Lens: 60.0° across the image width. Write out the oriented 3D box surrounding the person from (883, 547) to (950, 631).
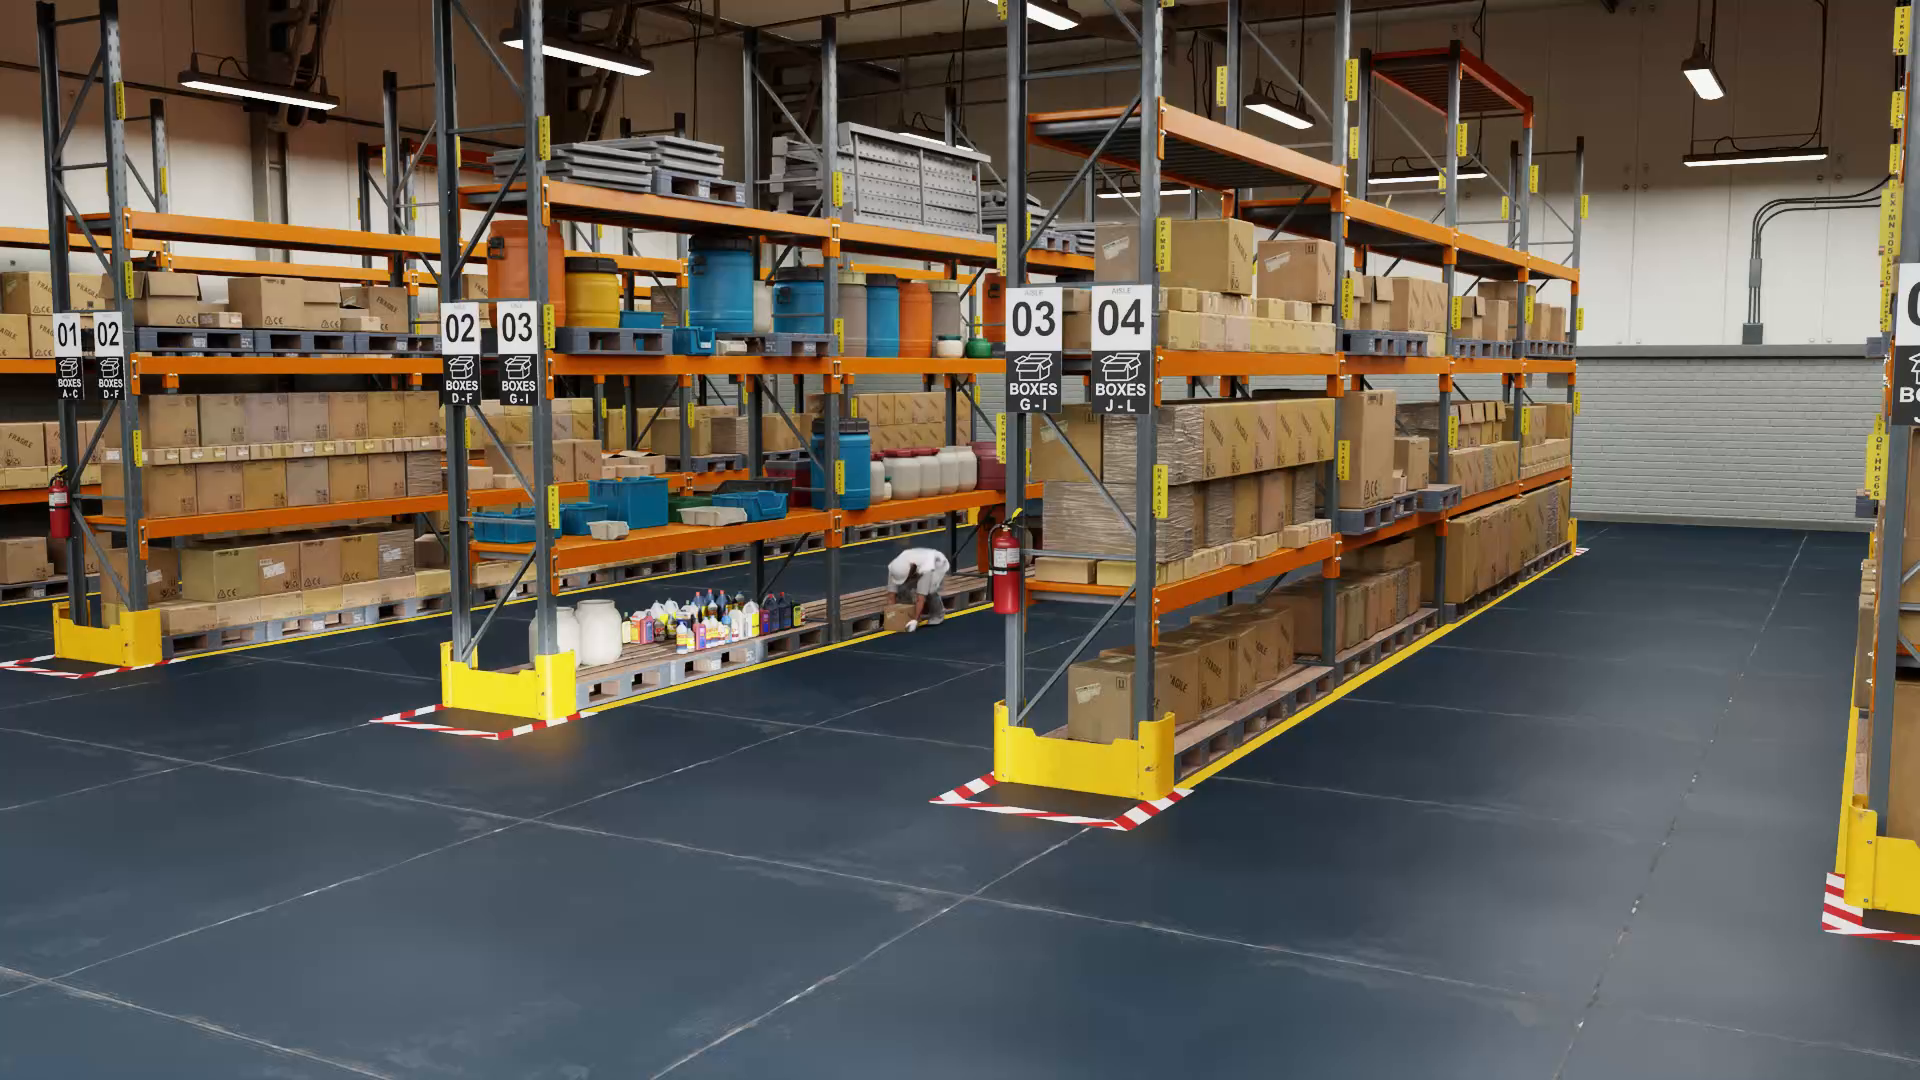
[{"bbox_3d":[-0.446,0.508,17.451,0.538,0.839,0.991,3,7,27],"label":"person"}]
